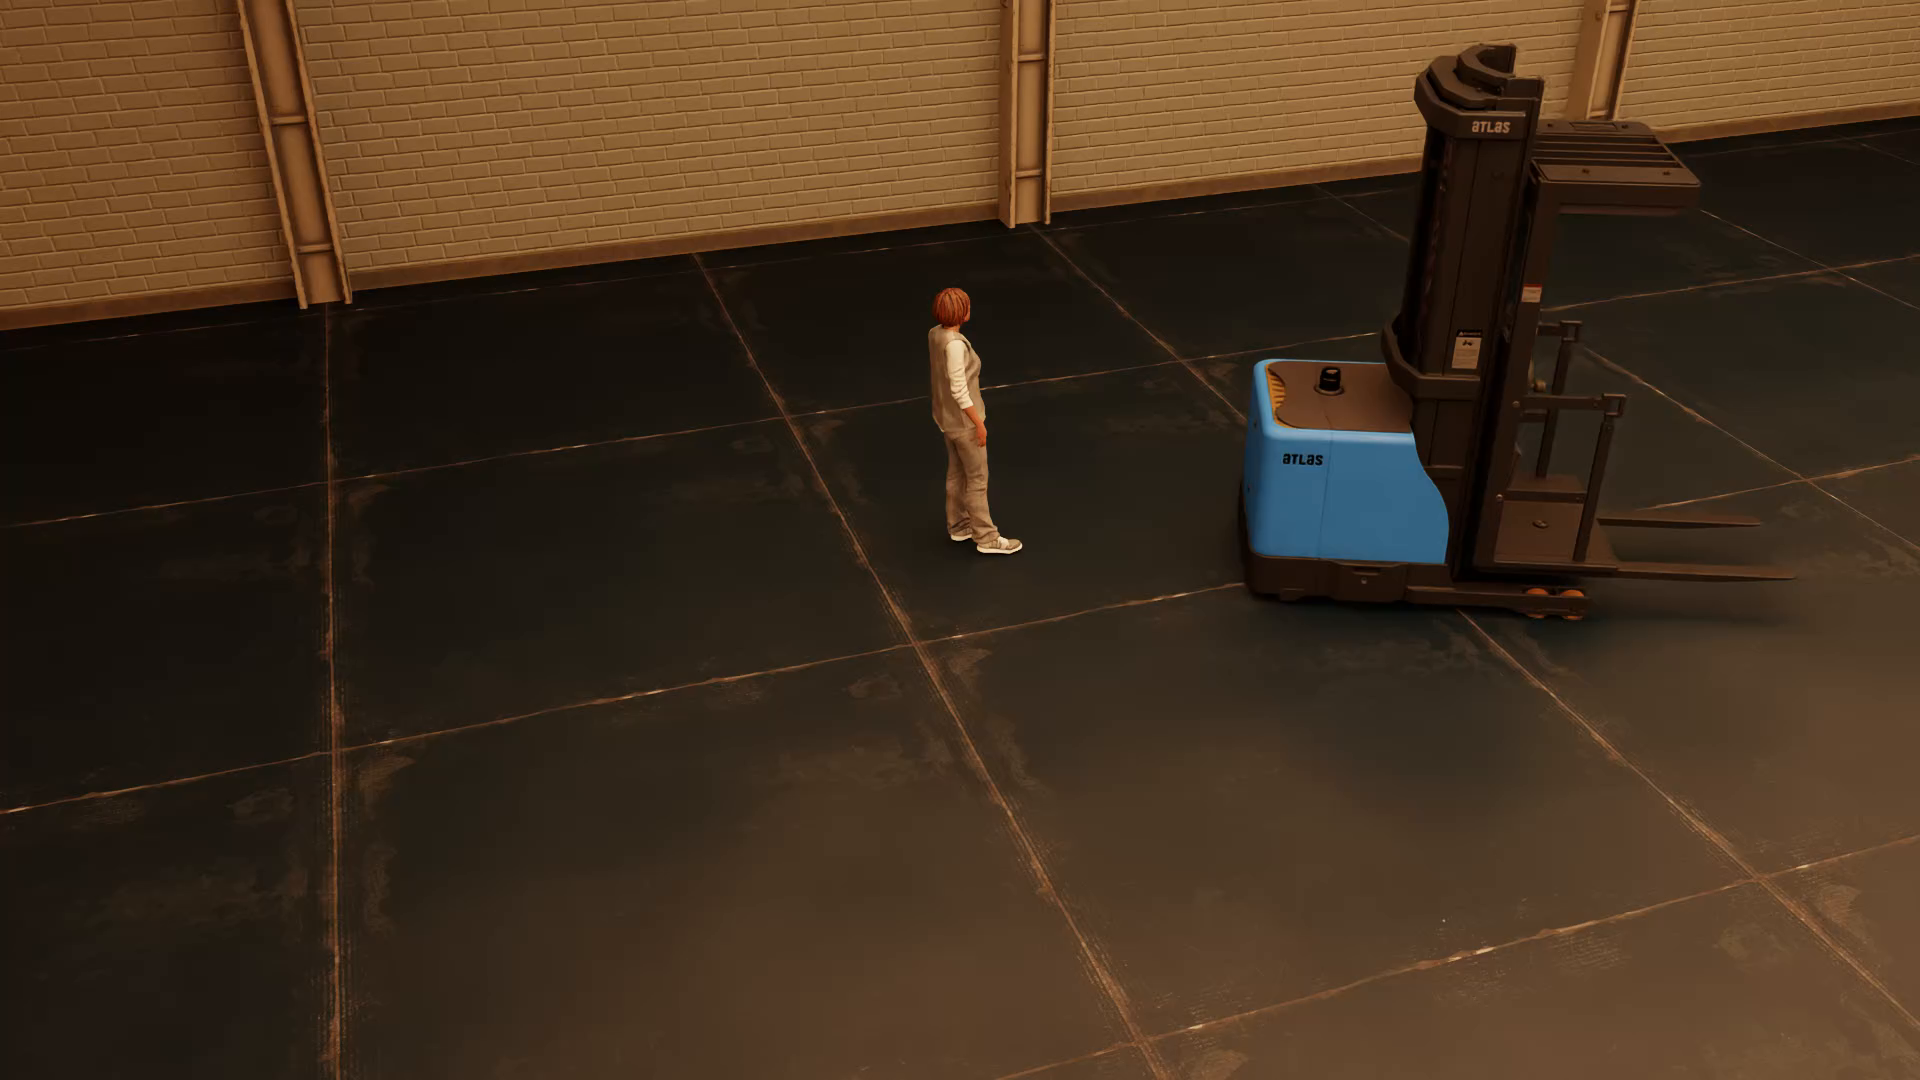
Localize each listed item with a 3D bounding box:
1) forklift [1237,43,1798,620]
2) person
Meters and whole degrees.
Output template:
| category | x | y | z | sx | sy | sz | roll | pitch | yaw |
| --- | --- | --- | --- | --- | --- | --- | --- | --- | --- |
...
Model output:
| category | x | y | z | sx | sy | sz | roll | pitch | yaw |
| --- | --- | --- | --- | --- | --- | --- | --- | --- | --- |
| forklift | 3.169 | -1.103 | 9.004 | 3.031 | 2.935 | 1.130 | 3 | 30 | 4 |
| person | 0.074 | -0.704 | 9.633 | 0.475 | 1.597 | 0.520 | -10 | 31 | -16 |
